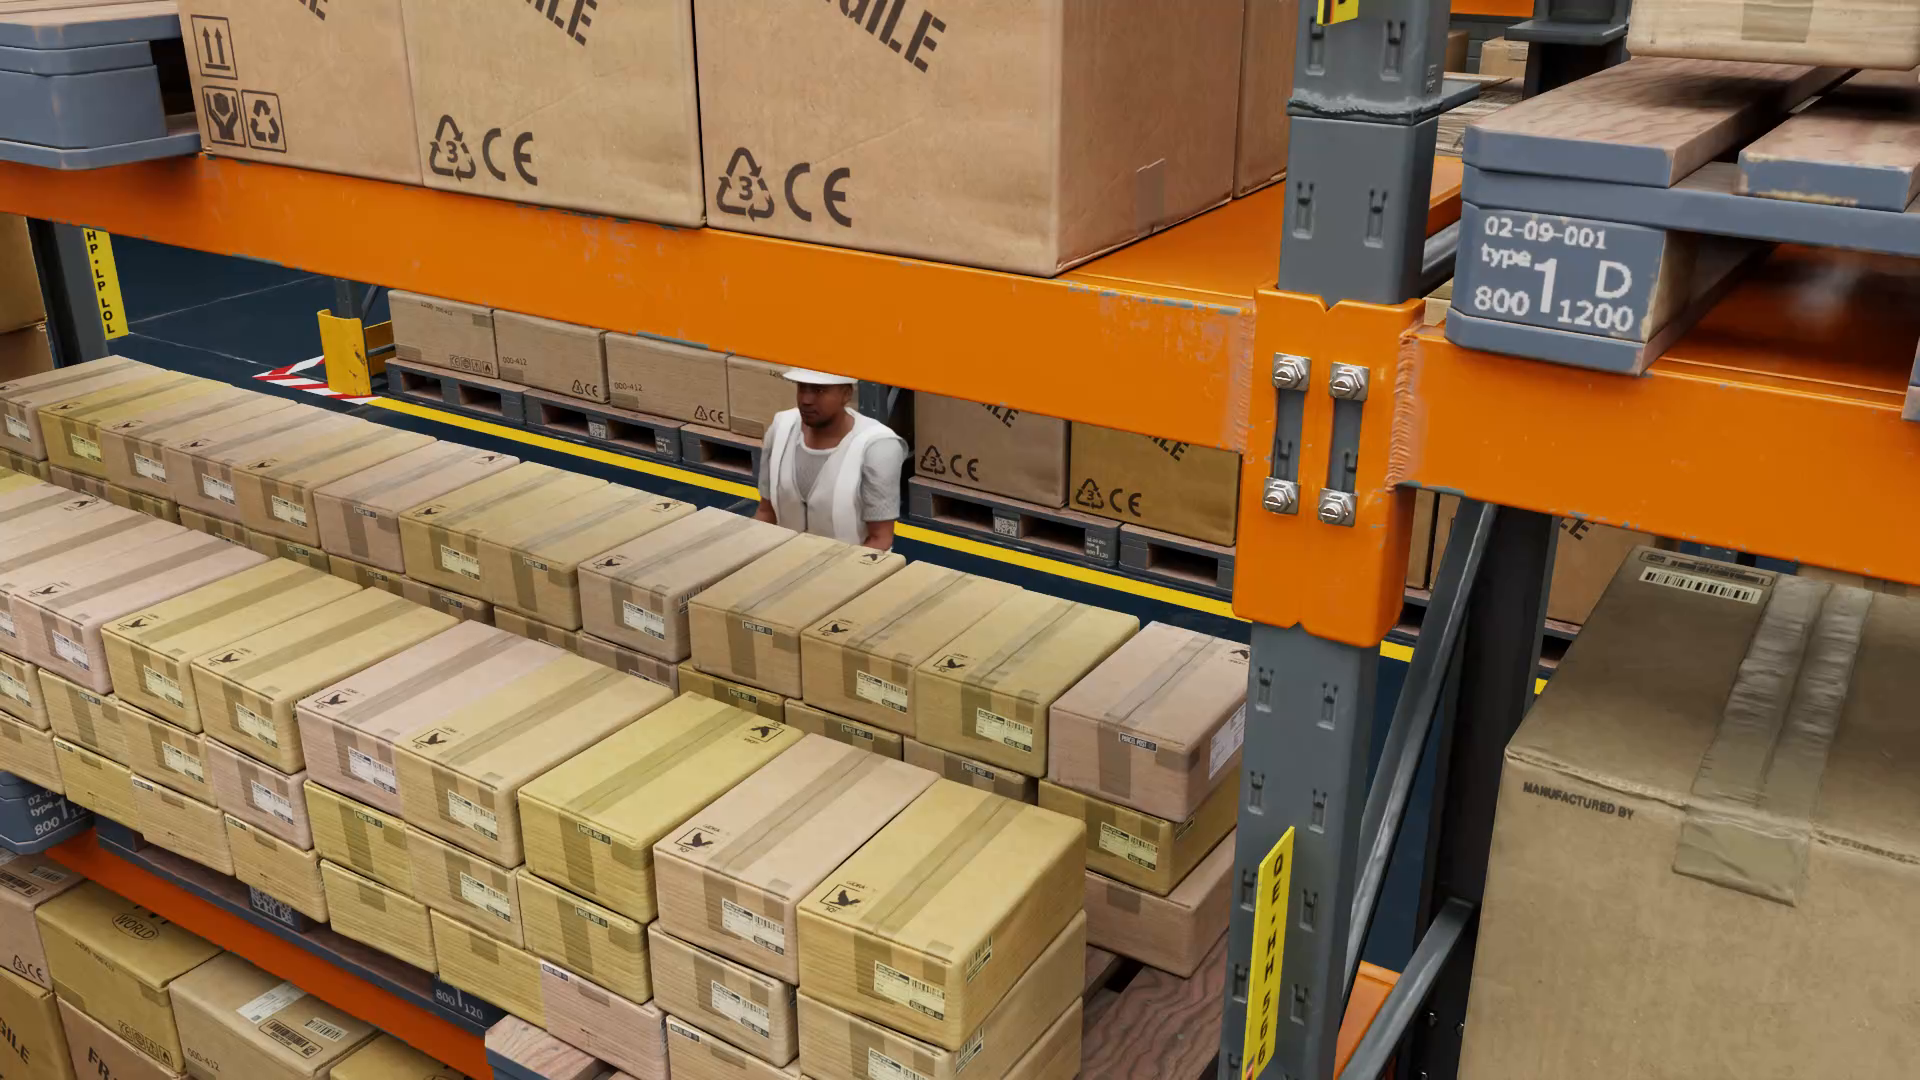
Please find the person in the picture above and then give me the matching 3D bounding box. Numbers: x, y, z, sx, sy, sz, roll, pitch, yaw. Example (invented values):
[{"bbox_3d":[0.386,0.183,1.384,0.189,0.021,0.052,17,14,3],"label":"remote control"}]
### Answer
[{"bbox_3d":[-0.475,0.193,5.609,0.546,1.788,0.507,13,26,28],"label":"person"}]
